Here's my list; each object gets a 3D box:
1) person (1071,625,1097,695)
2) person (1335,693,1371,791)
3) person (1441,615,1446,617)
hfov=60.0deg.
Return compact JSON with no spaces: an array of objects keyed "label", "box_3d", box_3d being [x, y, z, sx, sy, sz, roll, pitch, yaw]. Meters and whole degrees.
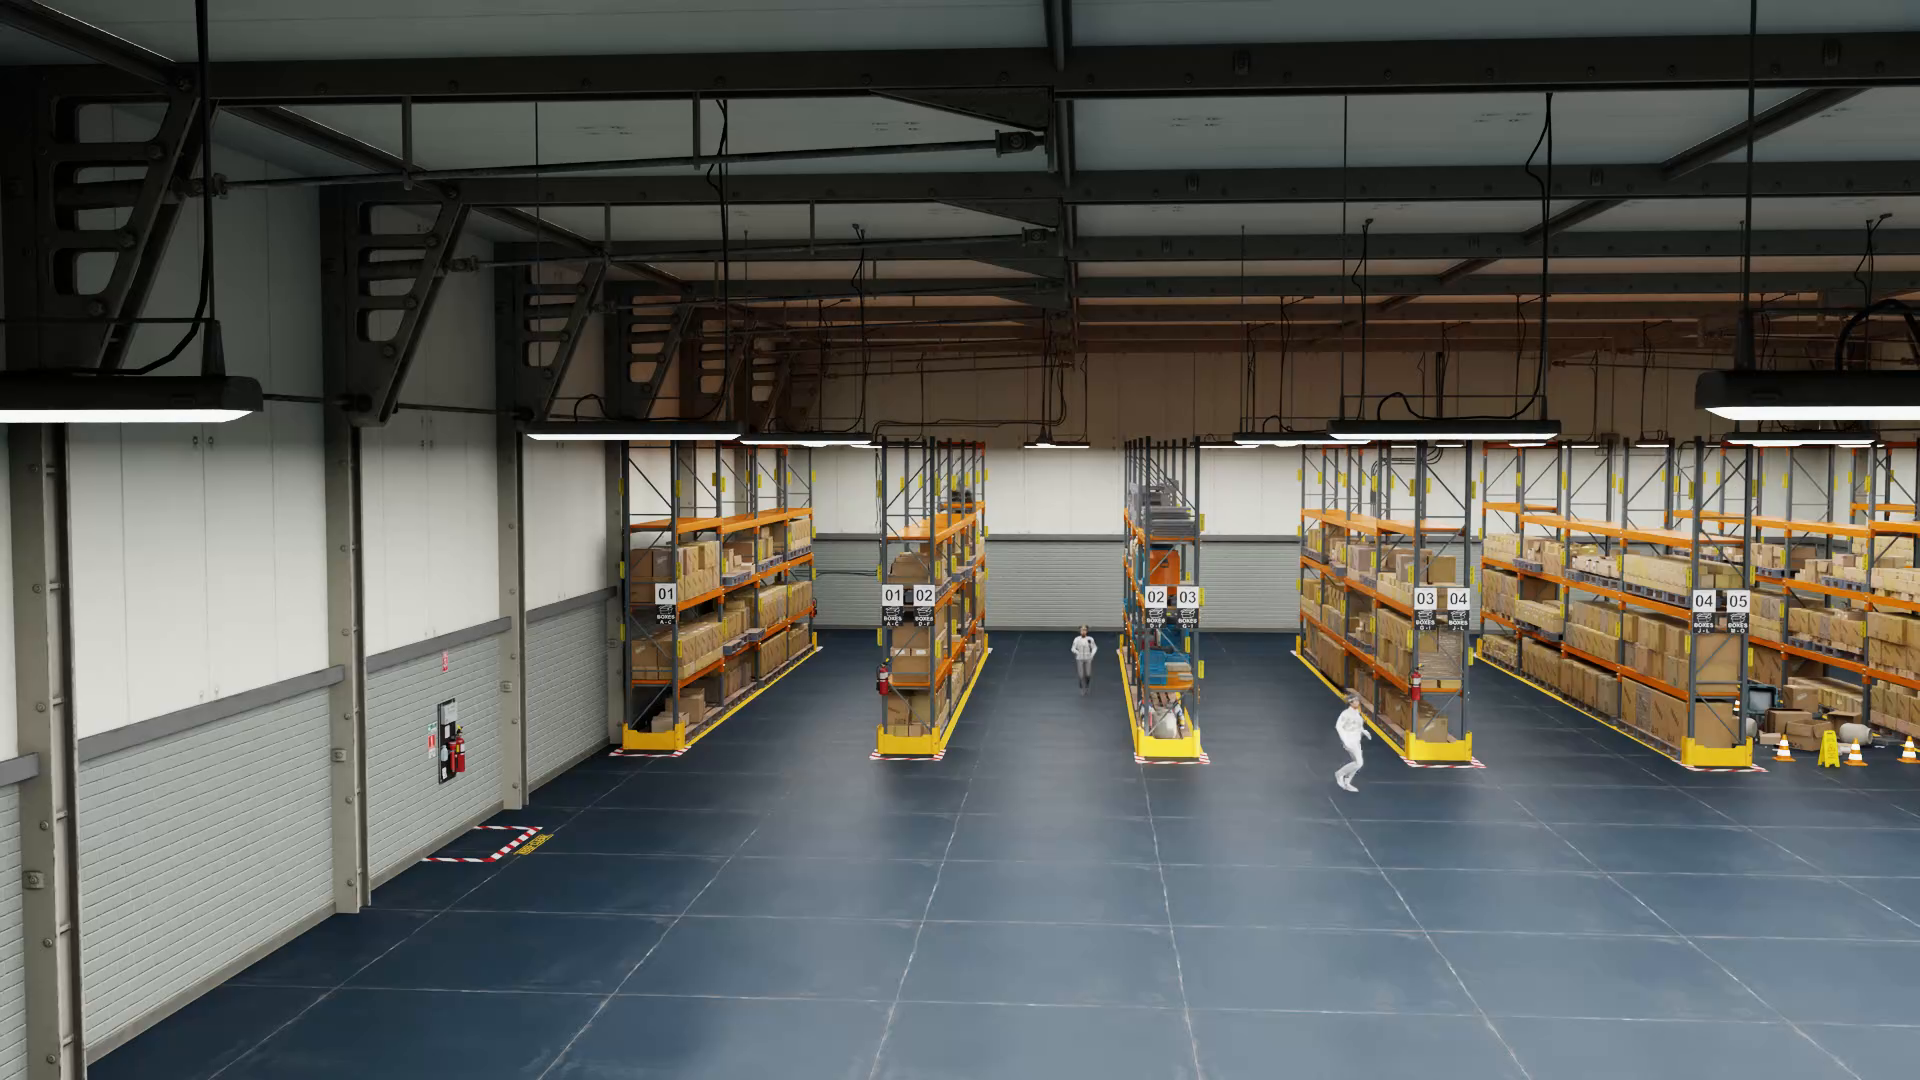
[{"label":"person","box_3d":[2.905,2.805,38.841,0.597,1.655,0.547,0,3,3]},{"label":"person","box_3d":[6.627,3.394,28.026,0.539,1.664,0.631,2,4,34]},{"label":"person","box_3d":[13.325,2.420,46.836,0.765,1.621,0.646,2,4,32]}]
